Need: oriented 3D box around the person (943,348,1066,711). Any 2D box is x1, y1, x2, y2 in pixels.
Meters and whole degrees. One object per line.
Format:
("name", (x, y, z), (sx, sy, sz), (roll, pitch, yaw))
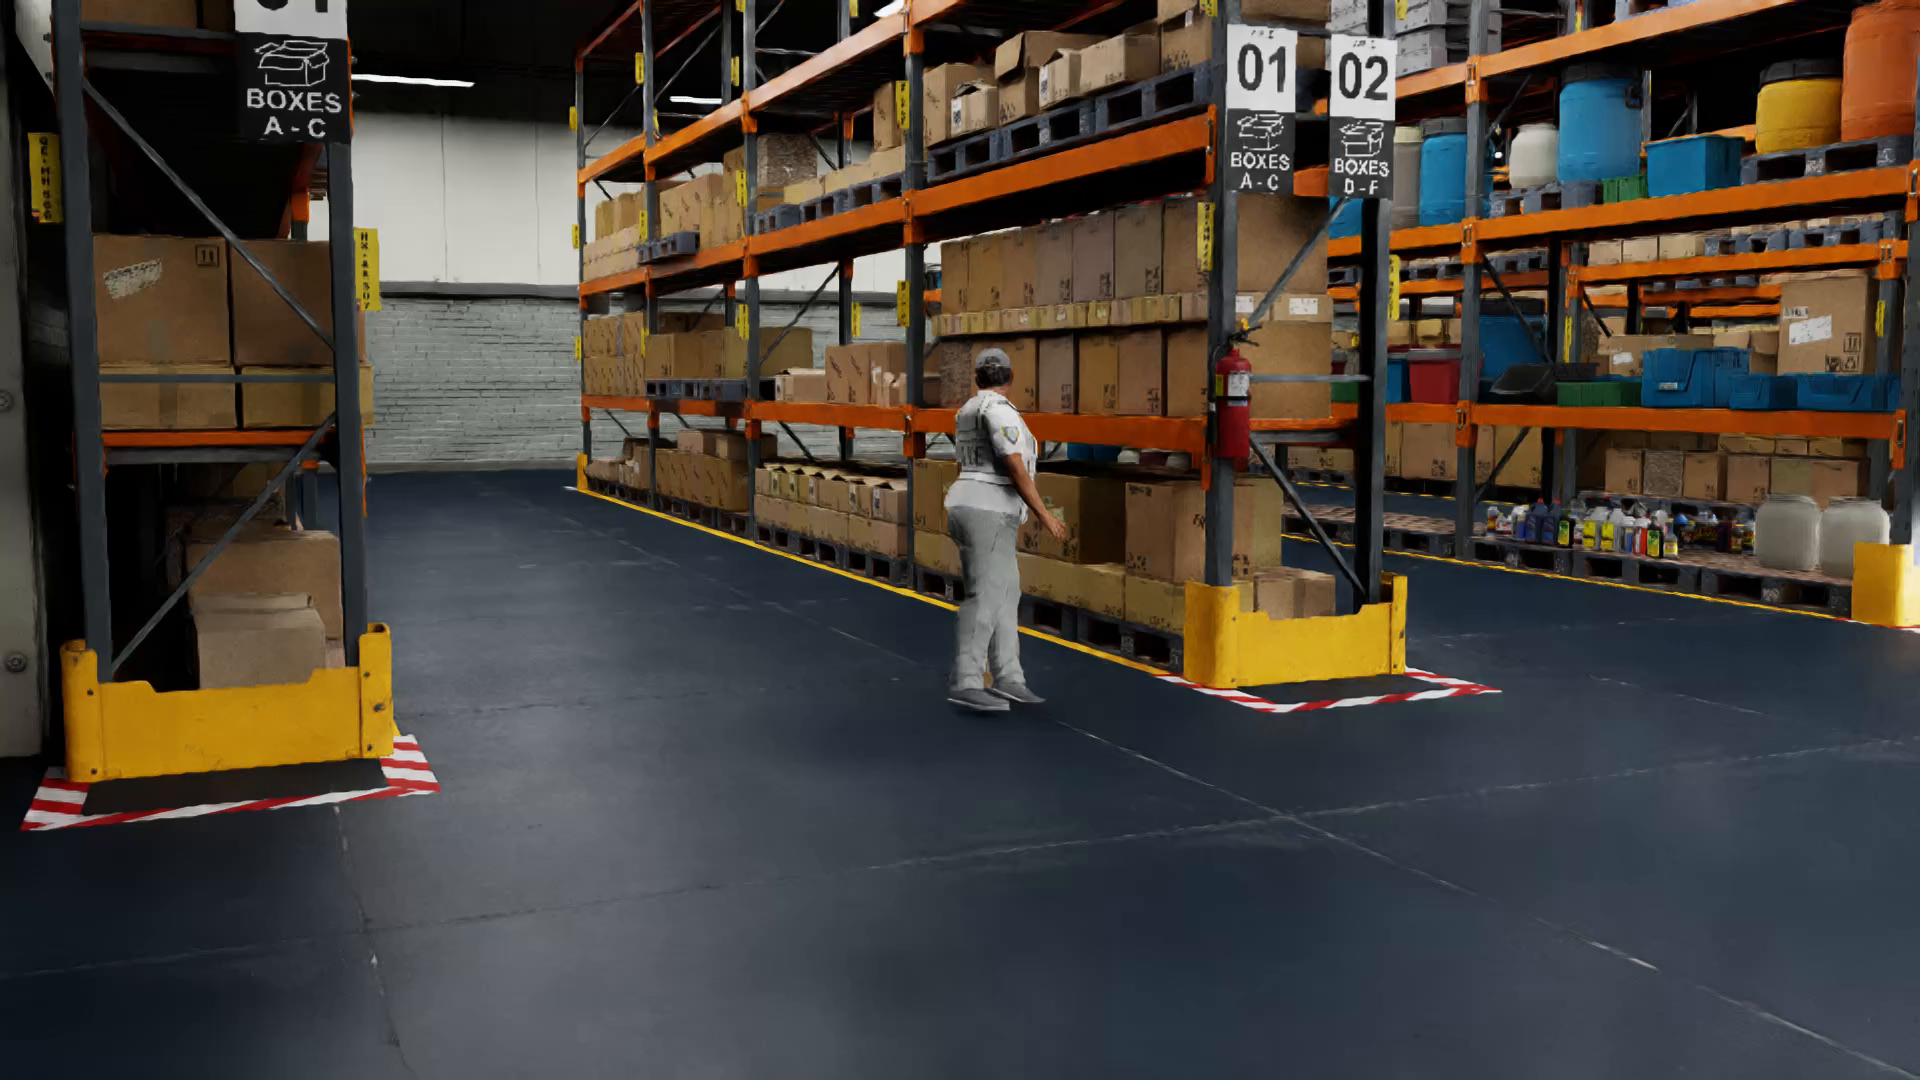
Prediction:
("person", (0.172, -0.032, 7.636), (0.544, 1.697, 0.604), (-2, 6, -15))
